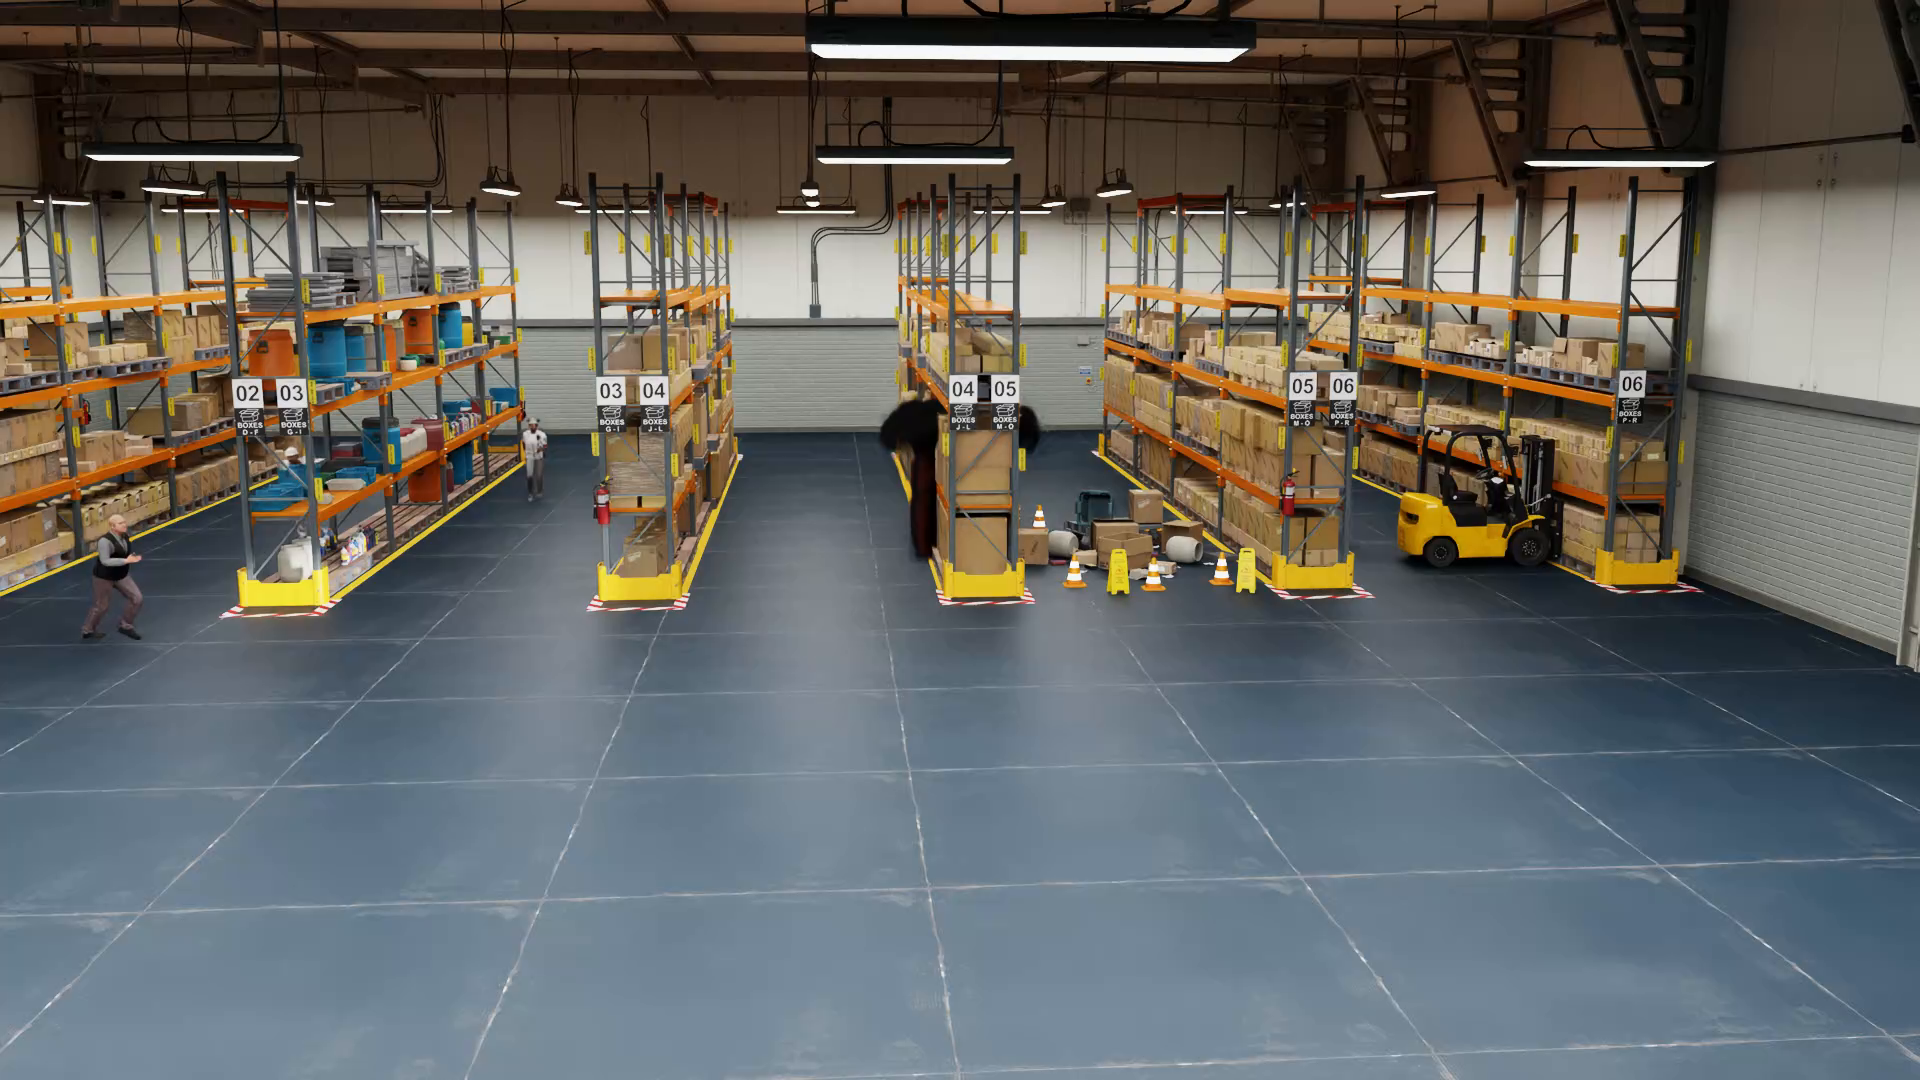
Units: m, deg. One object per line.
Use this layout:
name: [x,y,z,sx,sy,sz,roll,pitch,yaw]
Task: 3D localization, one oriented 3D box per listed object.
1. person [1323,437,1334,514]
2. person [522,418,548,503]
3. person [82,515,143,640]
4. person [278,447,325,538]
person: [6.491,-1.026,29.800,0.561,1.638,0.948,-1,10,-8]
person: [-8.405,-1.592,32.931,0.521,1.701,0.783,-1,10,-8]
person: [-10.781,0.492,21.179,0.964,1.669,0.663,2,10,12]
person: [-11.406,-0.842,28.796,0.707,1.635,0.919,-4,11,-23]
